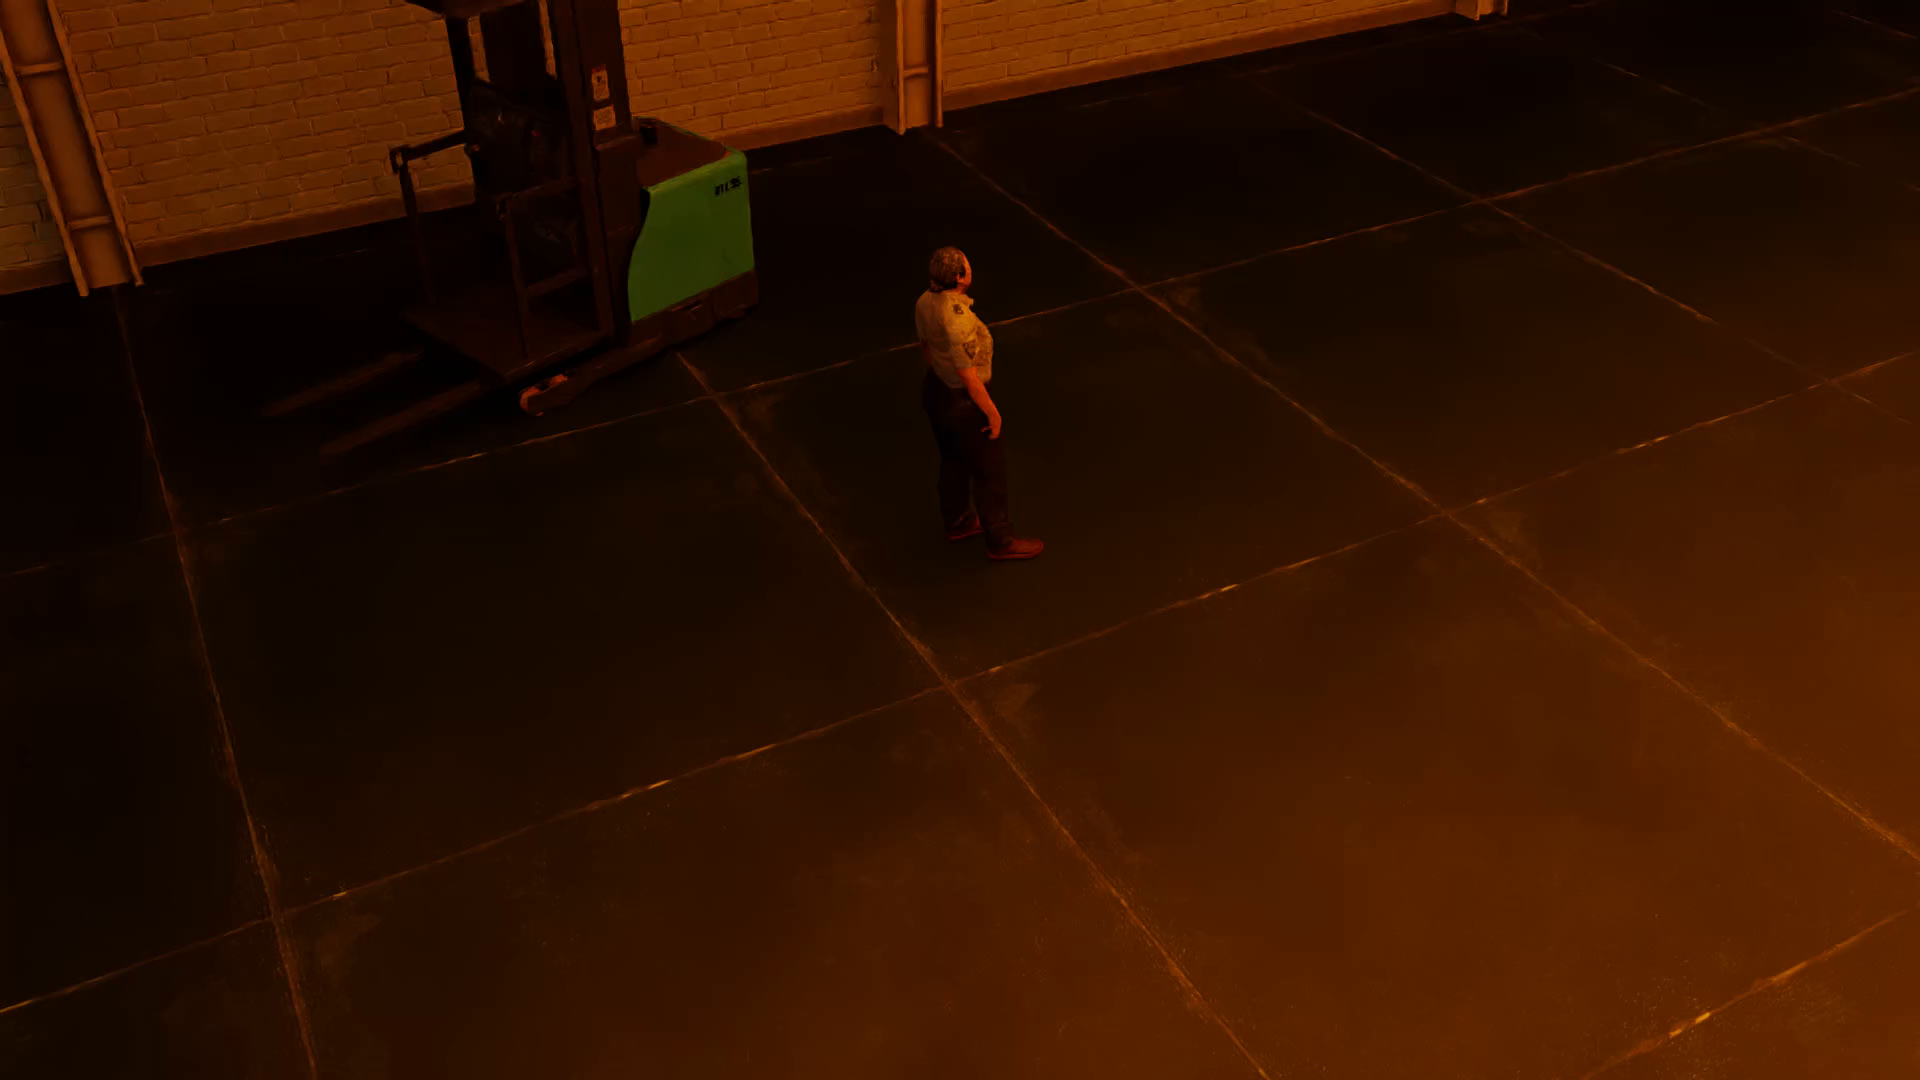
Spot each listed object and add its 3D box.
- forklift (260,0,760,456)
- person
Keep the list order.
[{"bbox_3d":[-2.651,-2.247,9.302,1.130,2.935,3.031,27,44,33],"label":"forklift"},{"bbox_3d":[0.090,-0.688,8.203,0.502,1.642,0.599,-17,39,-23],"label":"person"}]
